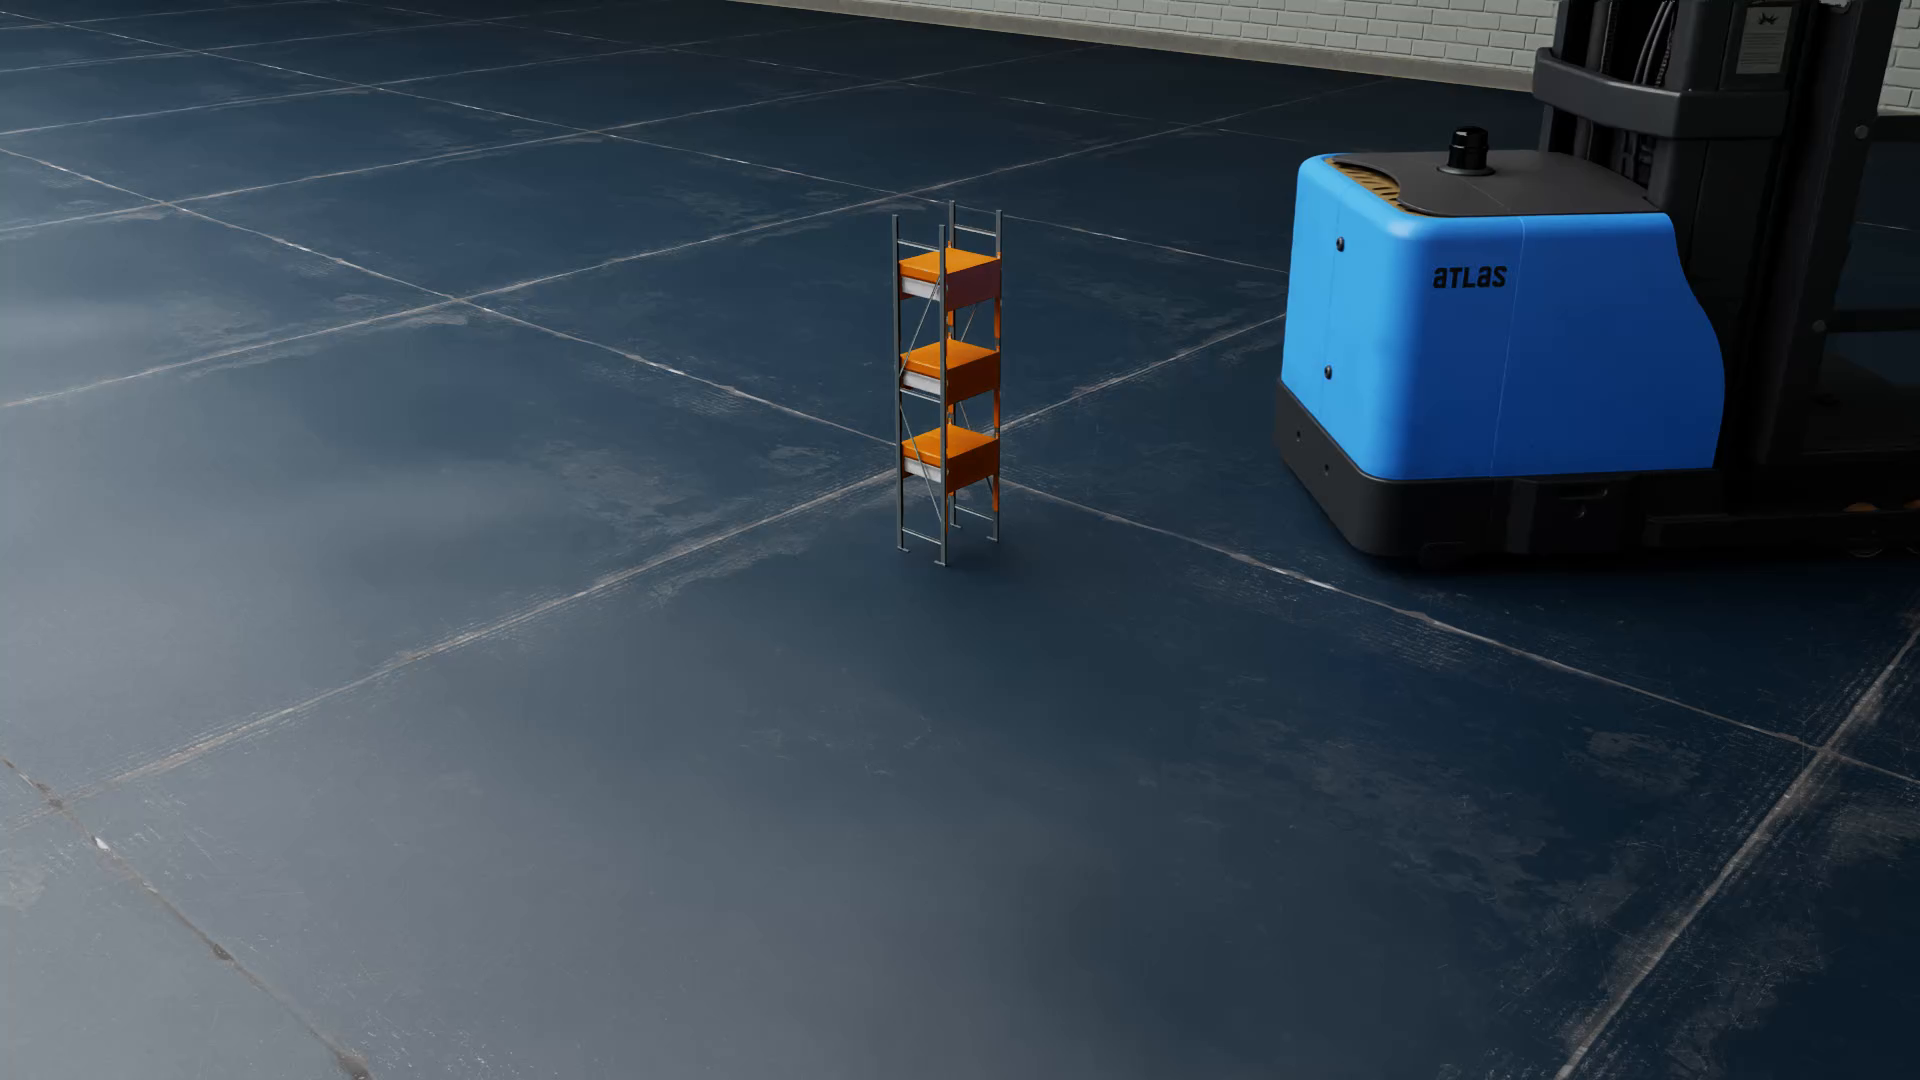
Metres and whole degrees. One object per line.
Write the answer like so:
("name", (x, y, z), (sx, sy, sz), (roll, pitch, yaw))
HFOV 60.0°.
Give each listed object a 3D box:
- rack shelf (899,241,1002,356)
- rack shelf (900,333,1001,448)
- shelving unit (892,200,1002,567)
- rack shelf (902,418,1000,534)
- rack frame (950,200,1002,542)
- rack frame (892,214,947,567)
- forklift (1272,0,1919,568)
("rack shelf", (-0.036, -0.712, 4.887), (0.215, 0.259, 0.240), (20, 31, 38))
("rack shelf", (-0.036, -0.453, 5.003), (0.215, 0.259, 0.240), (20, 31, 38))
("shelving unit", (-0.036, -0.463, 4.999), (0.215, 1.050, 0.252), (20, 31, 38))
("rack shelf", (-0.036, -0.199, 5.117), (0.215, 0.259, 0.240), (20, 31, 38))
("rack frame", (0.046, -0.500, 5.082), (0.200, 1.050, 0.008), (20, 31, 38))
("rack frame", (-0.117, -0.426, 4.916), (0.200, 1.050, 0.008), (20, 31, 38))
("forklift", (2.644, -1.497, 5.006), (3.031, 2.935, 1.130), (-3, 24, -6))
